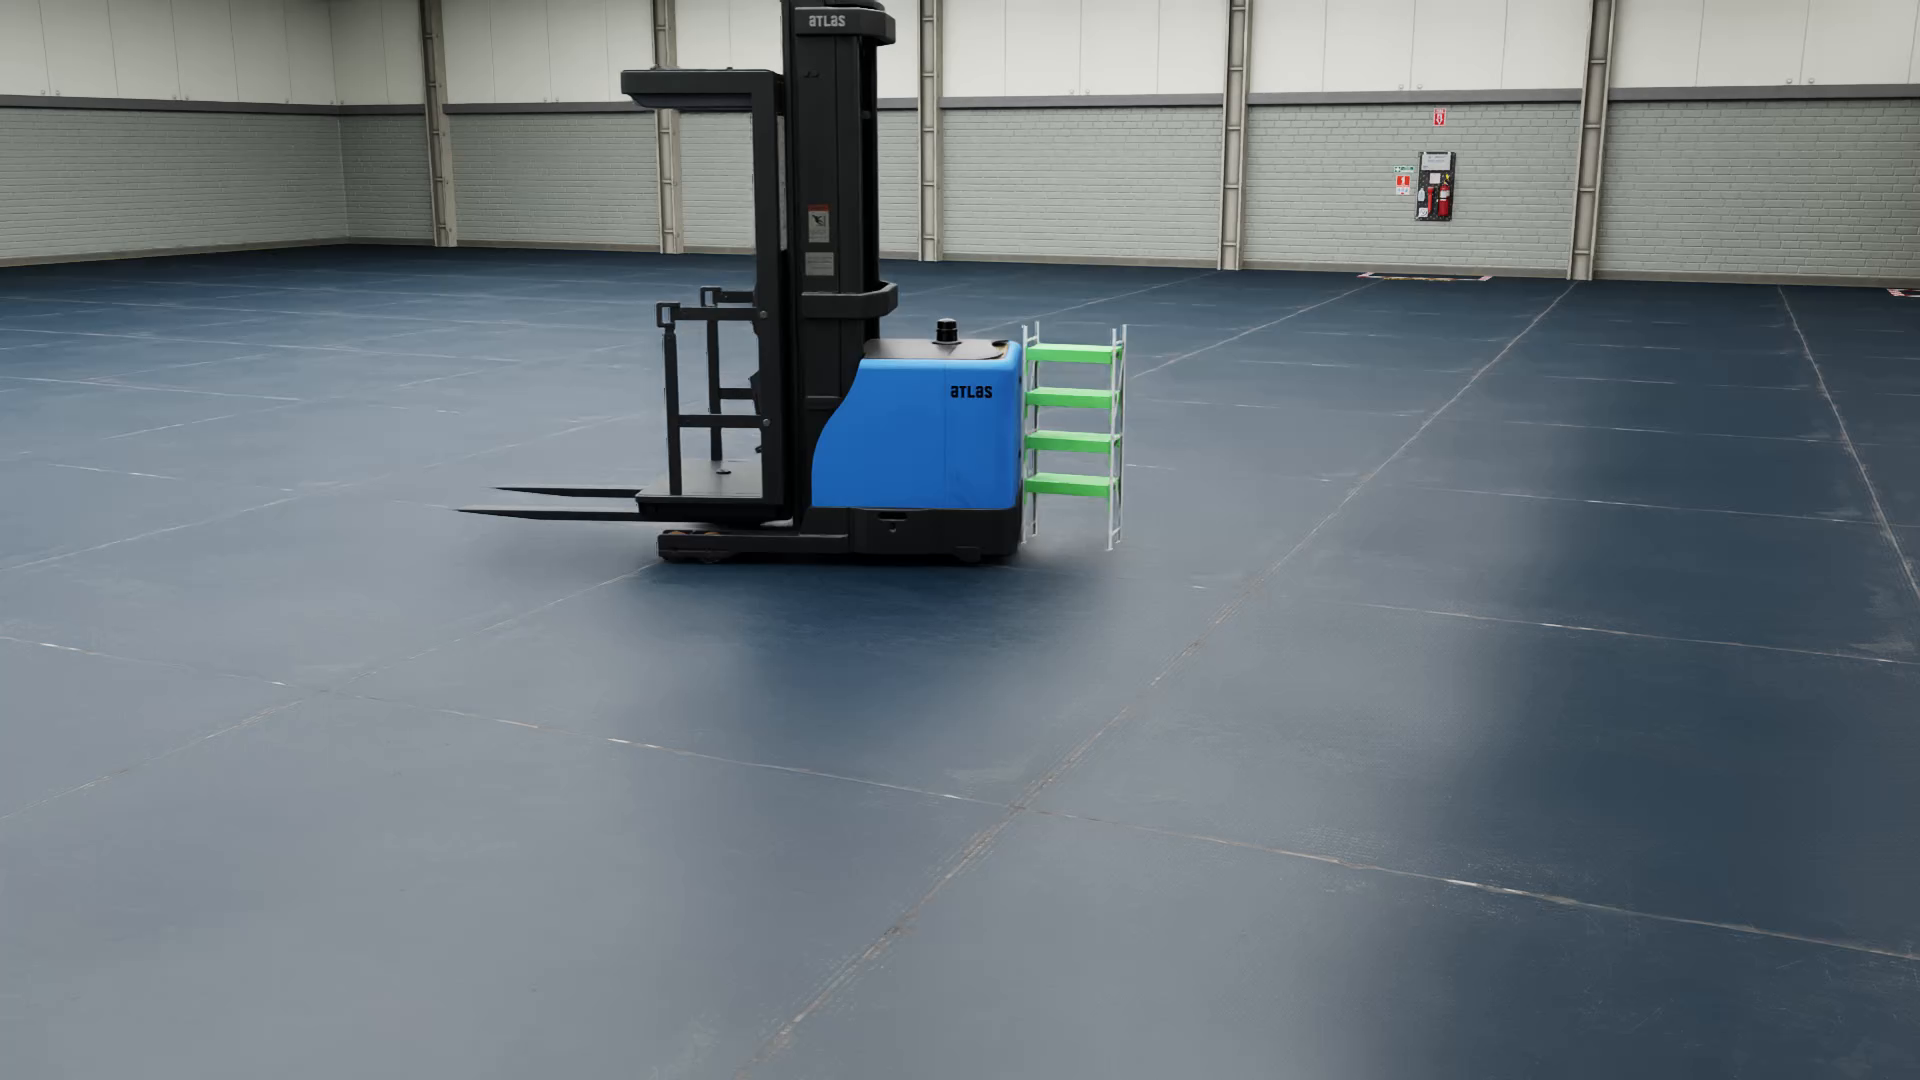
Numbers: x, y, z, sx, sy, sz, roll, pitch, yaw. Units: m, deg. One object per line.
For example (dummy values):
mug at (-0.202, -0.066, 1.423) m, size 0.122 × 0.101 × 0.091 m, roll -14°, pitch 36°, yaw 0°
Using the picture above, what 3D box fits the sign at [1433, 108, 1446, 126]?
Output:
sign at (8.191, -7.223, 28.396) m, size 0.199 × 0.298 × 0.001 m, roll 6°, pitch 14°, yaw 23°

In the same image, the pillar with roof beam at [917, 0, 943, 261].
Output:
pillar with roof beam at (-2.313, -8.968, 27.775) m, size 0.400 × 9.000 × 9.100 m, roll 6°, pitch 14°, yaw 23°

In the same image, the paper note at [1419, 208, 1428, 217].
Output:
paper note at (8.024, -5.675, 28.801) m, size 0.142 × 0.148 × 0.016 m, roll 6°, pitch 14°, yaw 23°

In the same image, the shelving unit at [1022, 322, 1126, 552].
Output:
shelving unit at (0.616, -0.566, 9.042) m, size 0.503 × 1.200 × 0.258 m, roll 5°, pitch 14°, yaw 19°

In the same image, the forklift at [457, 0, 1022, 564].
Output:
forklift at (-1.183, -1.422, 8.901) m, size 3.031 × 2.935 × 1.130 m, roll 1°, pitch 13°, yaw 4°

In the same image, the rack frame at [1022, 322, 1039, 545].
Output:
rack frame at (0.385, -0.585, 9.120) m, size 0.015 × 1.200 × 0.240 m, roll 5°, pitch 14°, yaw 19°

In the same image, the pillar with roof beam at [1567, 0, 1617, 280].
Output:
pillar with roof beam at (8.658, -7.858, 23.044) m, size 0.400 × 9.000 × 9.100 m, roll 6°, pitch 14°, yaw 23°

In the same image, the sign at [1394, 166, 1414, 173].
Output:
sign at (7.695, -6.419, 28.805) m, size 0.331 × 0.109 × 0.001 m, roll 6°, pitch 14°, yaw 23°

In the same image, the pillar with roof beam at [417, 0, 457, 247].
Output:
pillar with roof beam at (-13.285, -10.078, 32.507) m, size 0.400 × 9.000 × 9.100 m, roll 6°, pitch 14°, yaw 23°

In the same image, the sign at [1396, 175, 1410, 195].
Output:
sign at (7.694, -6.163, 28.875) m, size 0.234 × 0.329 × 0.001 m, roll 6°, pitch 14°, yaw 23°

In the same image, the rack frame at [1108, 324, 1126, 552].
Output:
rack frame at (0.847, -0.548, 8.965) m, size 0.015 × 1.200 × 0.240 m, roll 5°, pitch 14°, yaw 19°

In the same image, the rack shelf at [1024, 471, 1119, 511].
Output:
rack shelf at (0.616, -0.271, 9.111) m, size 0.480 × 0.148 × 0.258 m, roll 5°, pitch 14°, yaw 19°

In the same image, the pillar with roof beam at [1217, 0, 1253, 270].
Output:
pillar with roof beam at (3.172, -8.413, 25.410) m, size 0.400 × 9.000 × 9.100 m, roll 6°, pitch 14°, yaw 23°

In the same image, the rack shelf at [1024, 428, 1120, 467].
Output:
rack shelf at (0.616, -0.504, 9.057) m, size 0.480 × 0.148 × 0.258 m, roll 5°, pitch 14°, yaw 19°

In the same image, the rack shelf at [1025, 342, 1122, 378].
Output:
rack shelf at (0.616, -0.971, 8.947) m, size 0.480 × 0.148 × 0.258 m, roll 5°, pitch 14°, yaw 19°

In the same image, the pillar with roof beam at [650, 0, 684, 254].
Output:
pillar with roof beam at (-7.799, -9.523, 30.141) m, size 0.400 × 9.000 × 9.100 m, roll 6°, pitch 14°, yaw 23°

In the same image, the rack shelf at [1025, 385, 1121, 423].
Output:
rack shelf at (0.616, -0.738, 9.002) m, size 0.480 × 0.148 × 0.258 m, roll 5°, pitch 14°, yaw 19°

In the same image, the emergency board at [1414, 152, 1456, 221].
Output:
emergency board at (8.158, -6.073, 28.569) m, size 0.643 × 1.169 × 0.194 m, roll 6°, pitch 14°, yaw 23°
